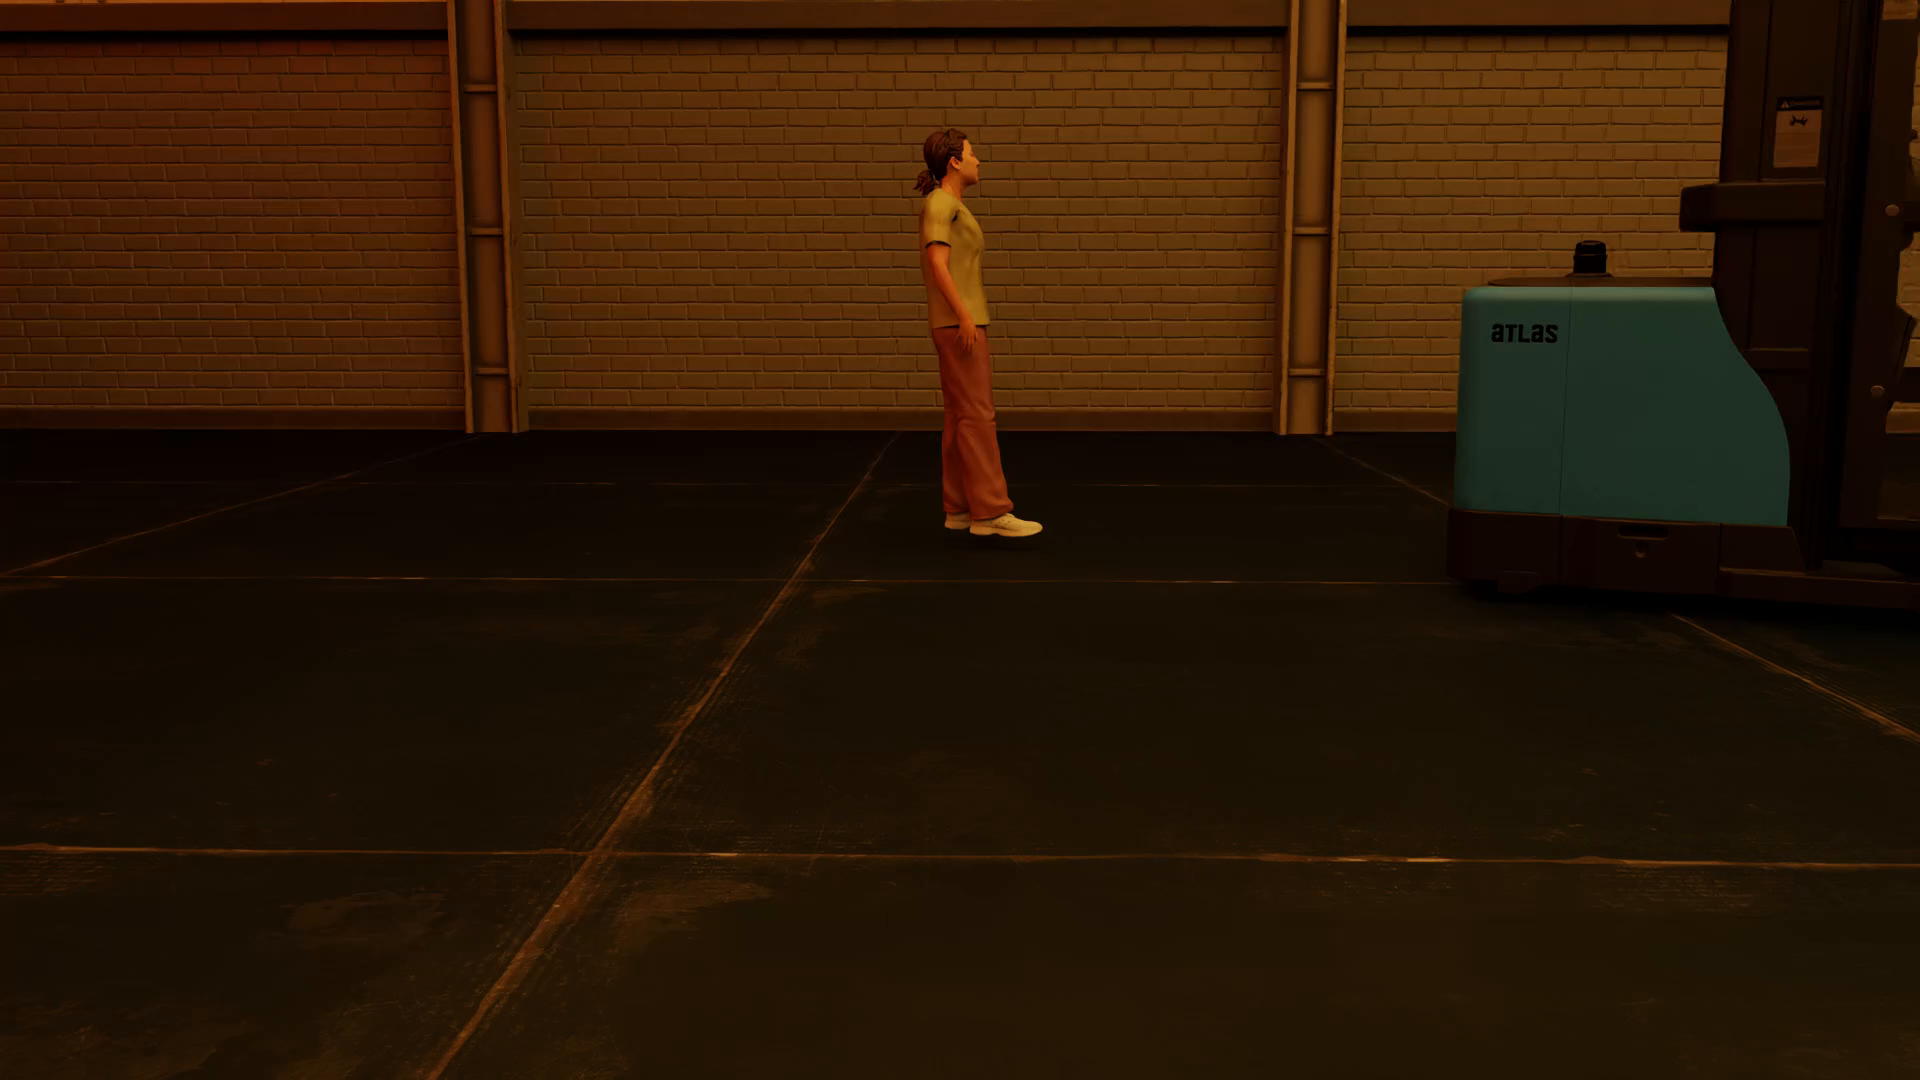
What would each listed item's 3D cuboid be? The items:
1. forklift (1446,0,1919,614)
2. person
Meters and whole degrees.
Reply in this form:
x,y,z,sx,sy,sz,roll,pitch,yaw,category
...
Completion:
x,y,z,sx,sy,sz,roll,pitch,yaw,category
3.276,-1.228,5.459,3.031,2.935,1.130,4,9,23,forklift
0.073,-0.873,6.980,0.548,1.675,0.552,0,9,1,person
